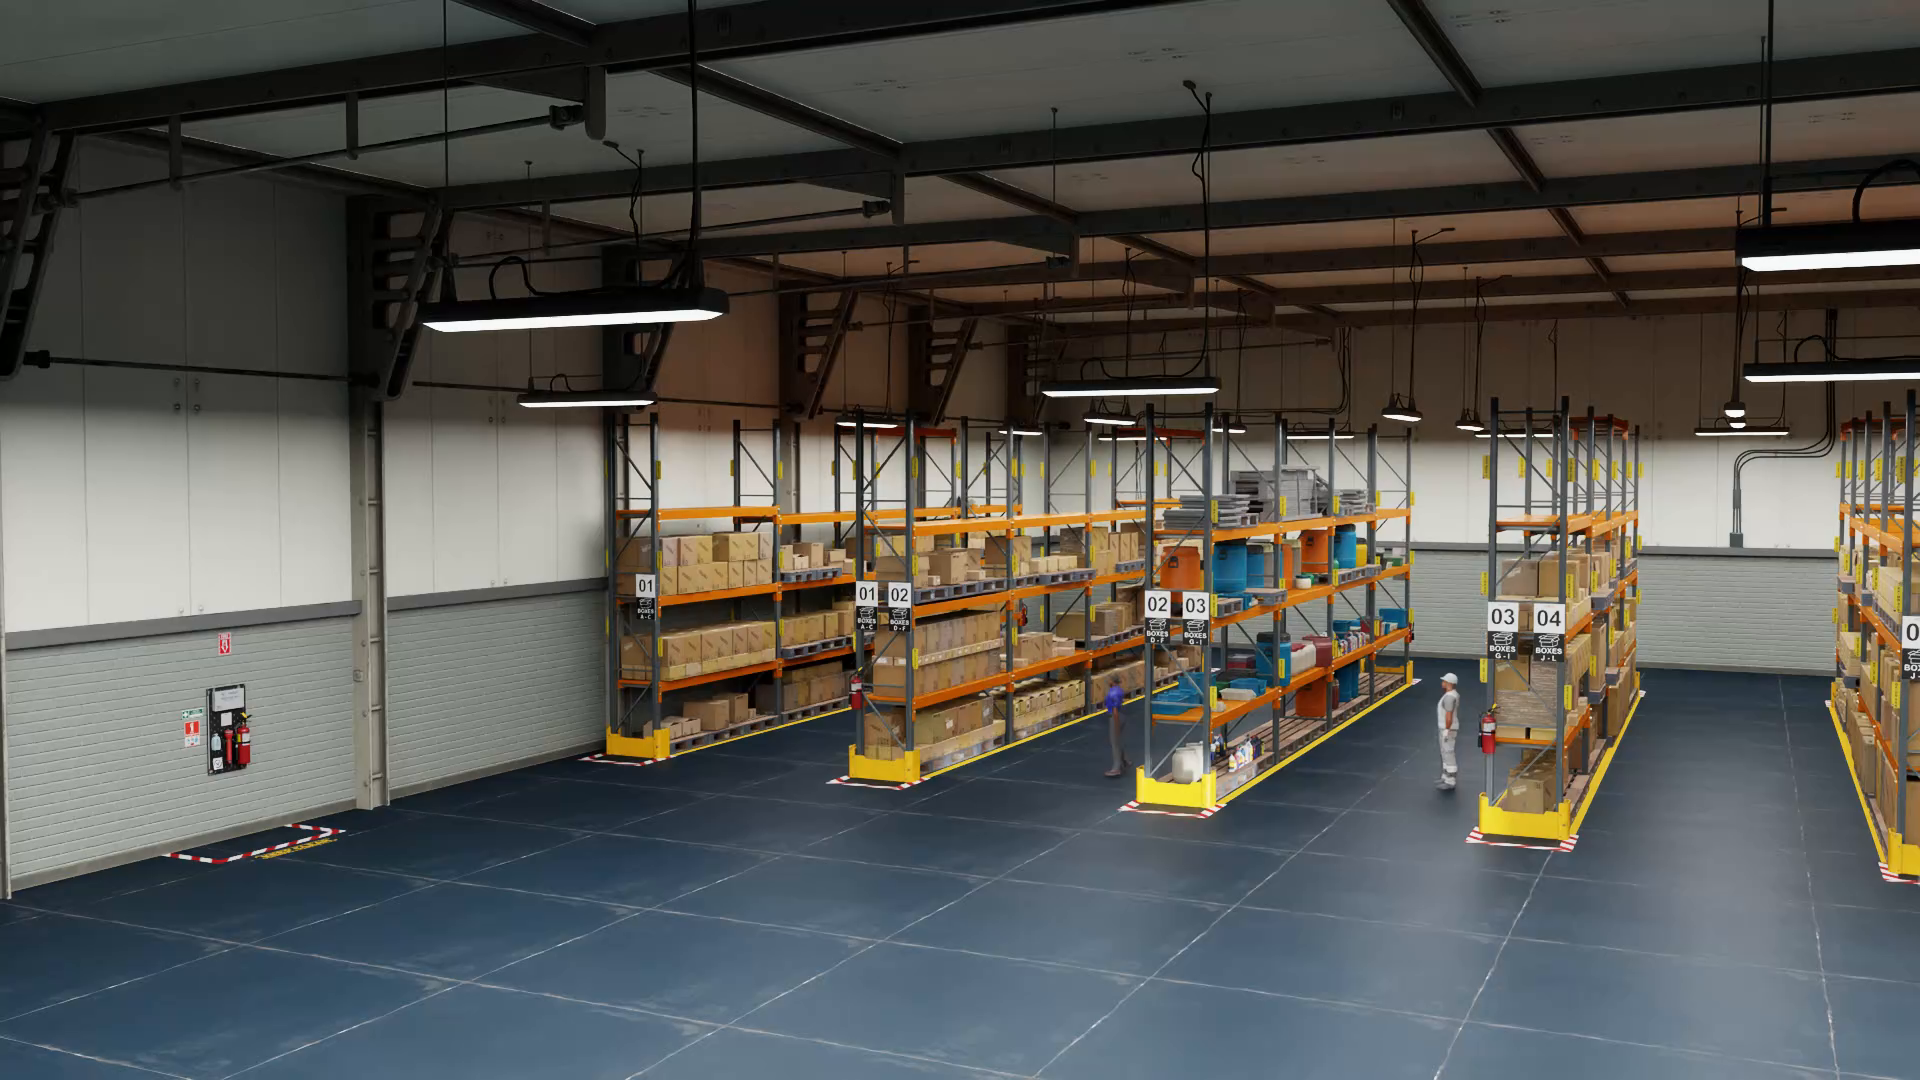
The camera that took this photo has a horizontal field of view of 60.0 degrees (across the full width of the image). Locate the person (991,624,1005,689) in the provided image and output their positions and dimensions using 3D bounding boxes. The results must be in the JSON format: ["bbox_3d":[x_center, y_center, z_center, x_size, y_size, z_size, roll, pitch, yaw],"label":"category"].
[{"bbox_3d":[0.903,2.623,37.795,0.478,1.592,0.413,-1,3,-22],"label":"person"}]

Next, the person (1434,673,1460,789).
[{"bbox_3d":[7.683,2.992,26.215,0.388,1.796,0.589,0,2,9],"label":"person"}]

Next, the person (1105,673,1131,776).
[{"bbox_3d":[2.592,3.019,27.324,0.378,1.681,0.552,1,3,22],"label":"person"}]
